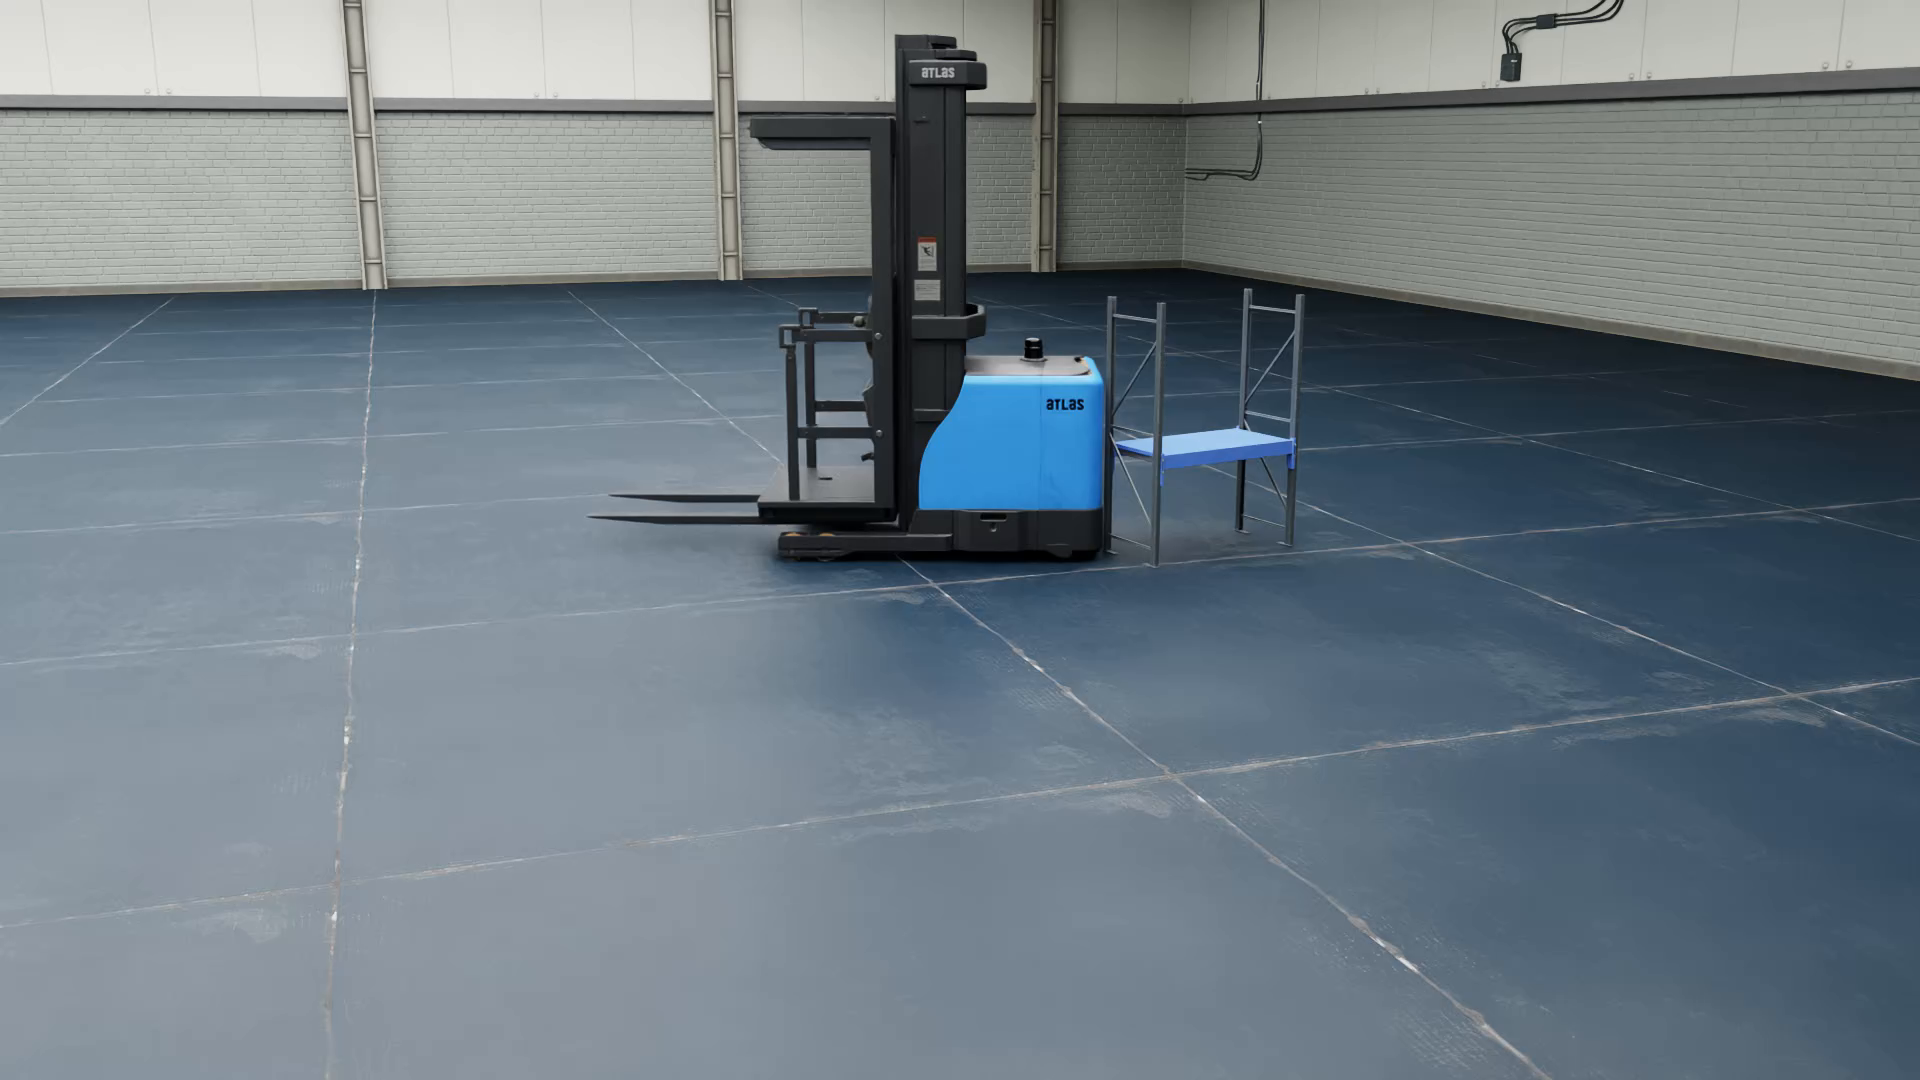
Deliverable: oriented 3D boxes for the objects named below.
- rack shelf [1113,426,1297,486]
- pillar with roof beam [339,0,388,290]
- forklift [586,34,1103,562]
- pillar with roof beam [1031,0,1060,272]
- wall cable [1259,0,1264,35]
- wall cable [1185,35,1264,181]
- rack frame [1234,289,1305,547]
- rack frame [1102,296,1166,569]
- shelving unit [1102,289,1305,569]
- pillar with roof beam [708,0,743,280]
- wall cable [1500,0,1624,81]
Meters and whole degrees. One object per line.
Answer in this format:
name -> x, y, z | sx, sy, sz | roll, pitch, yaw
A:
rack shelf -> 1.423, -0.503, 9.792 | 1.000, 0.185, 0.538 | -8, 16, -30
pillar with roof beam -> -8.418, -7.645, 22.839 | 0.400, 9.000, 9.100 | -4, 14, -18
forklift -> -0.681, -1.421, 9.784 | 3.031, 2.935, 1.130 | 0, 13, 1
pillar with roof beam -> 2.956, -8.531, 26.562 | 0.400, 9.000, 9.100 | -4, 14, -18
wall cable -> 5.659, -9.756, 27.507 | 0.112, 2.526, 3.097 | -4, 14, -18
wall cable -> 4.796, -7.892, 30.586 | 0.112, 2.526, 3.097 | -4, 14, -18
rack frame -> 1.857, -0.739, 10.008 | 0.032, 1.500, 0.500 | -8, 16, -30
rack frame -> 0.989, -0.616, 9.493 | 0.032, 1.500, 0.500 | -8, 16, -30
shelving unit -> 1.423, -0.678, 9.750 | 1.048, 1.500, 0.538 | -8, 16, -30
pillar with roof beam -> -2.731, -8.088, 24.700 | 0.400, 9.000, 9.100 | -4, 14, -18
wall cable -> 7.809, -8.974, 21.075 | 0.169, 6.003, 2.305 | -4, 14, -18
